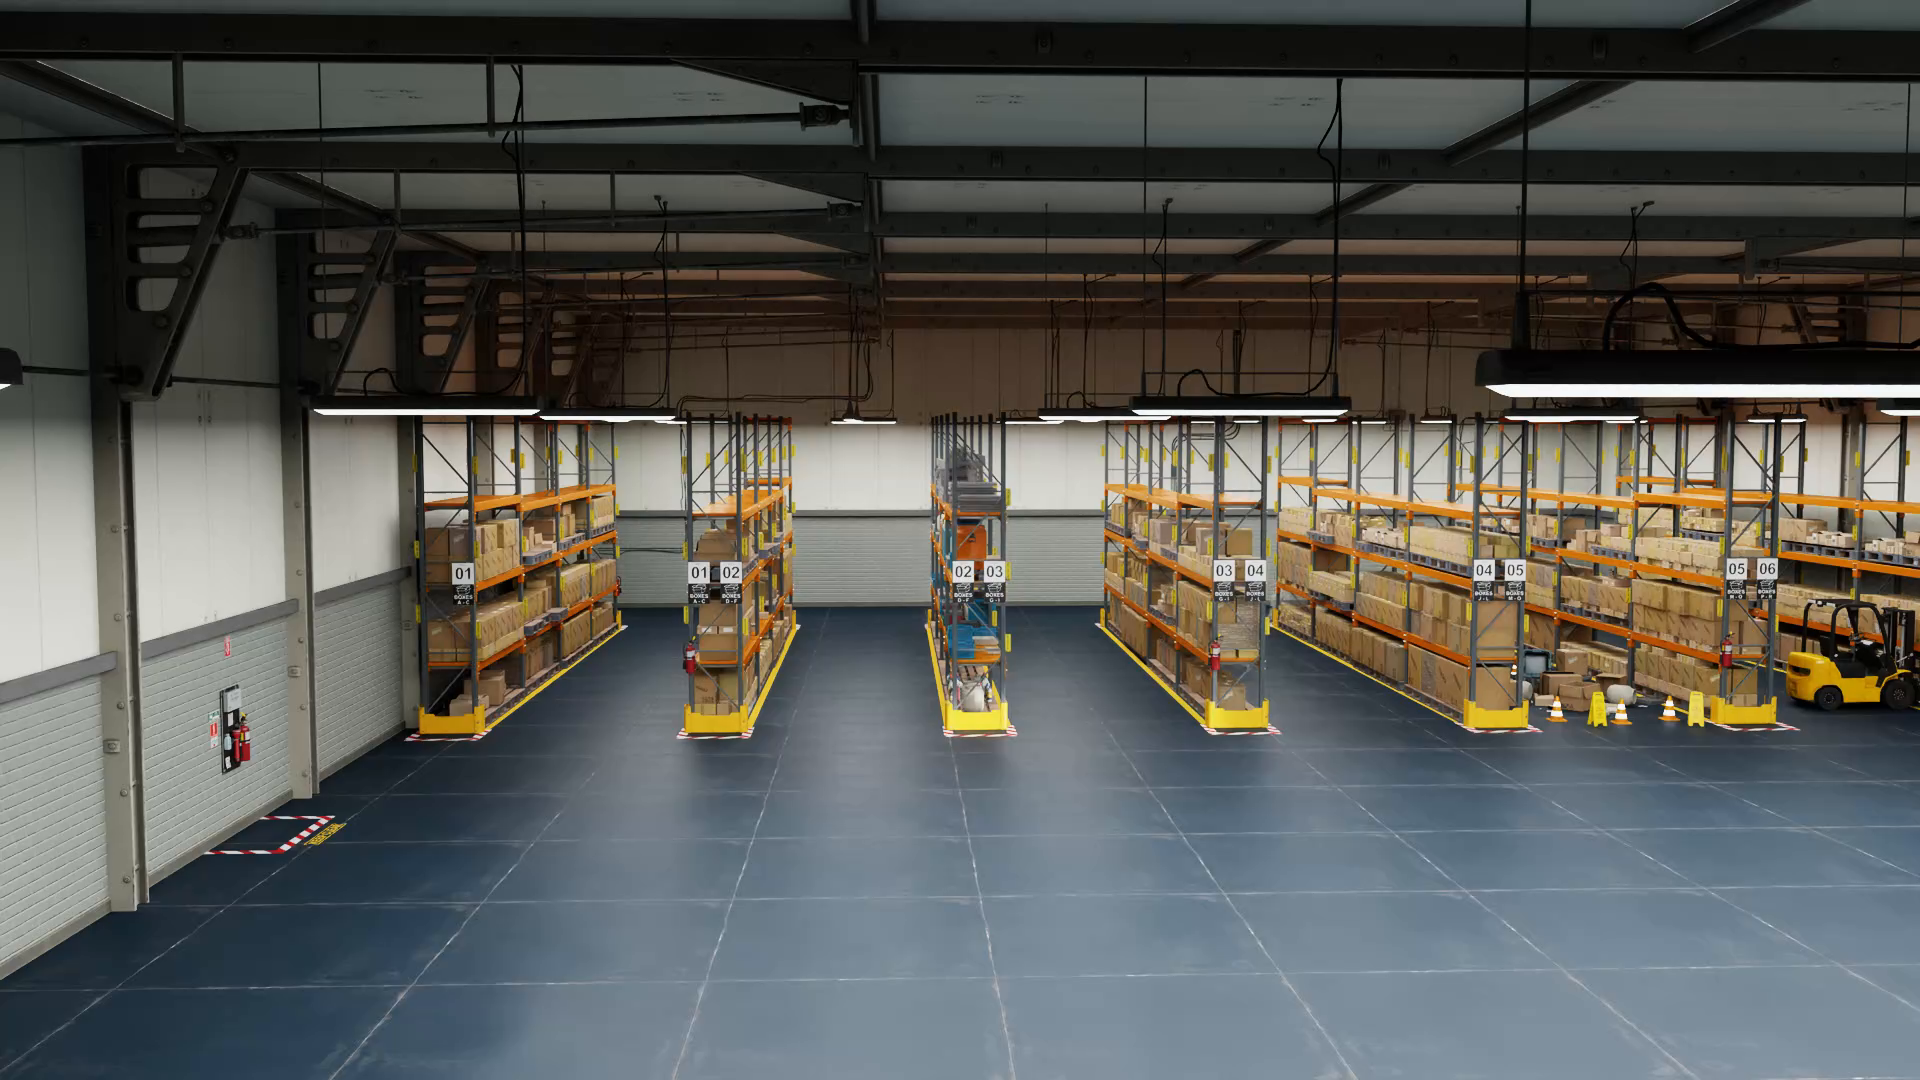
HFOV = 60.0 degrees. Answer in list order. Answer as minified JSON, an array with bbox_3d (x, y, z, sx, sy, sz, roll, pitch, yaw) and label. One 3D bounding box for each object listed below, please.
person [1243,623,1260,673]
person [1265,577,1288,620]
[{"bbox_3d":[6.786,2.345,38.938,0.577,1.475,1.115,1,4,9],"label":"person"},{"bbox_3d":[9.435,1.521,48.949,0.973,1.727,0.758,0,4,6],"label":"person"}]
